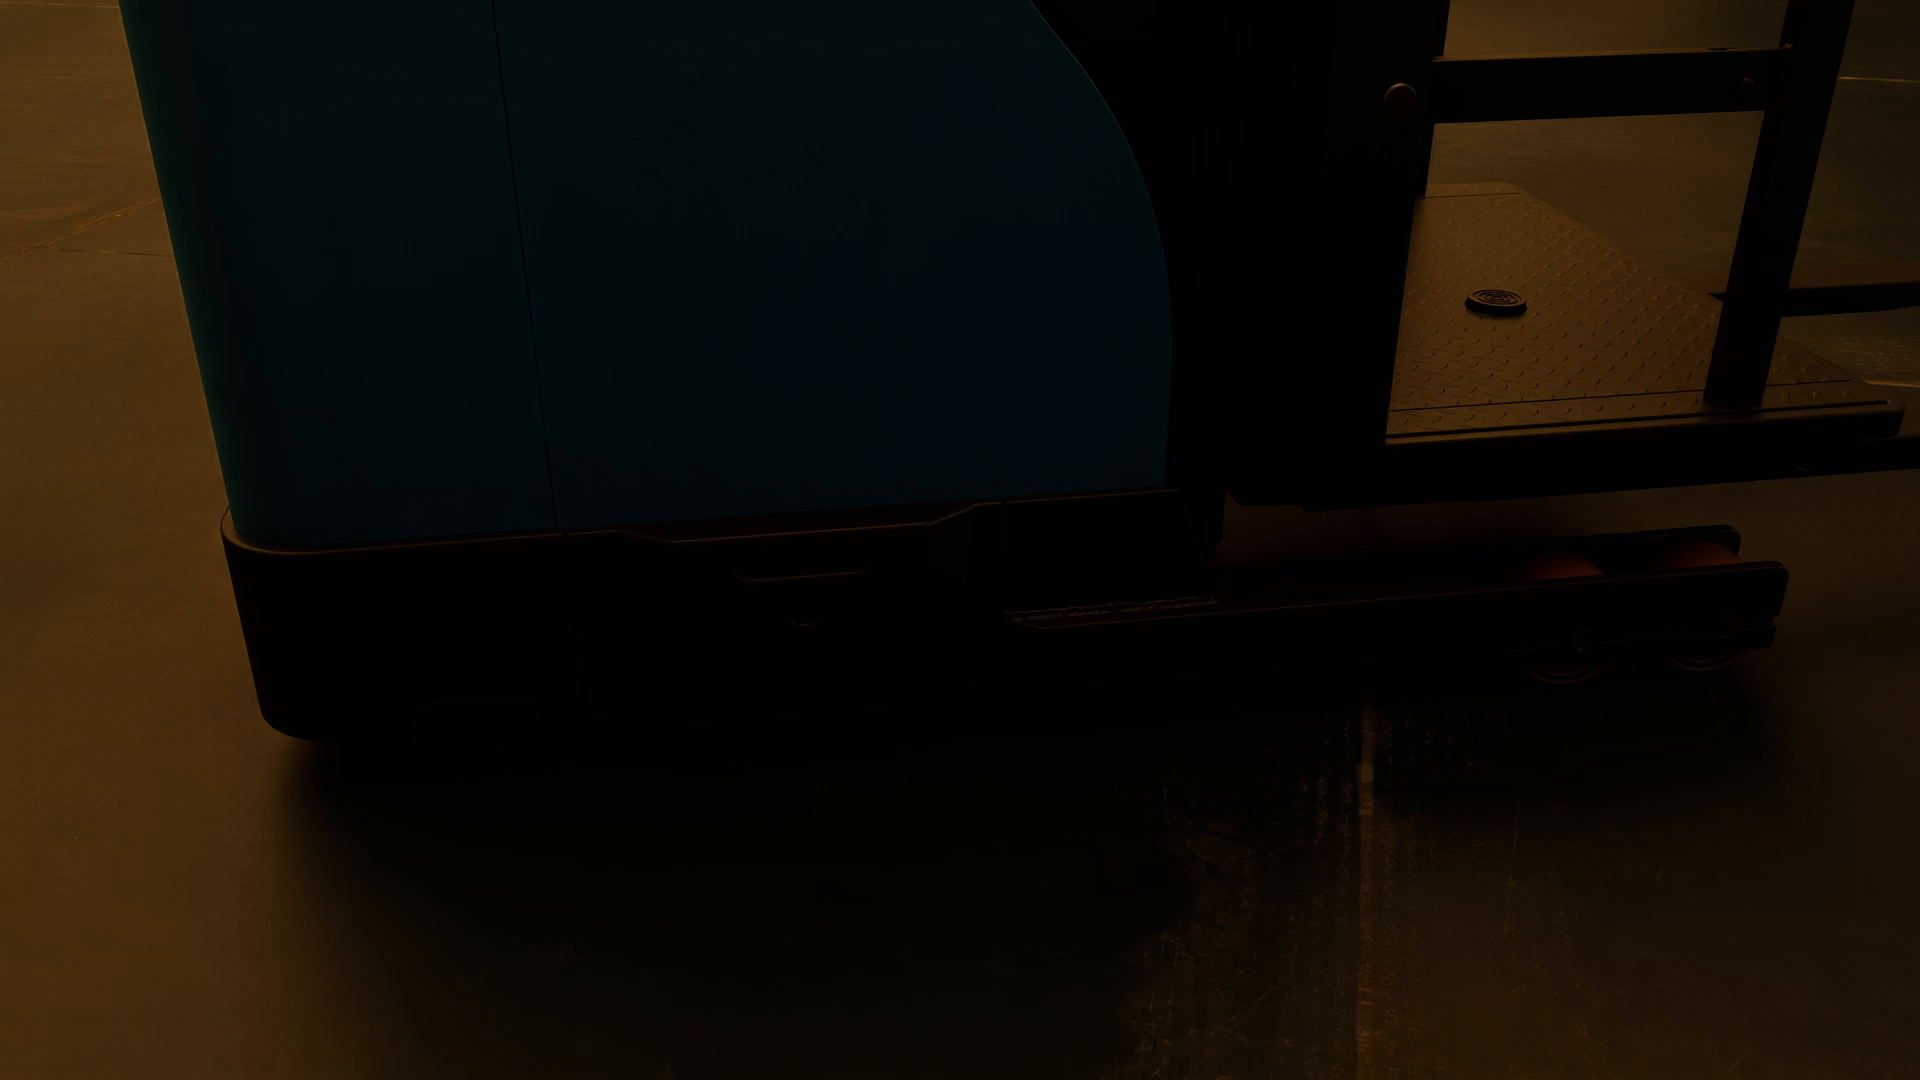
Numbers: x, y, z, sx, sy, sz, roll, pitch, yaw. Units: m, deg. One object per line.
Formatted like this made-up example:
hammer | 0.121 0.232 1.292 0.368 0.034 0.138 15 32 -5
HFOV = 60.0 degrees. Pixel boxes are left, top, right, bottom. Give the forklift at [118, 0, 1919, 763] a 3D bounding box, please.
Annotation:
forklift | 0.600 -1.354 1.930 3.031 2.935 1.130 -4 27 -9
